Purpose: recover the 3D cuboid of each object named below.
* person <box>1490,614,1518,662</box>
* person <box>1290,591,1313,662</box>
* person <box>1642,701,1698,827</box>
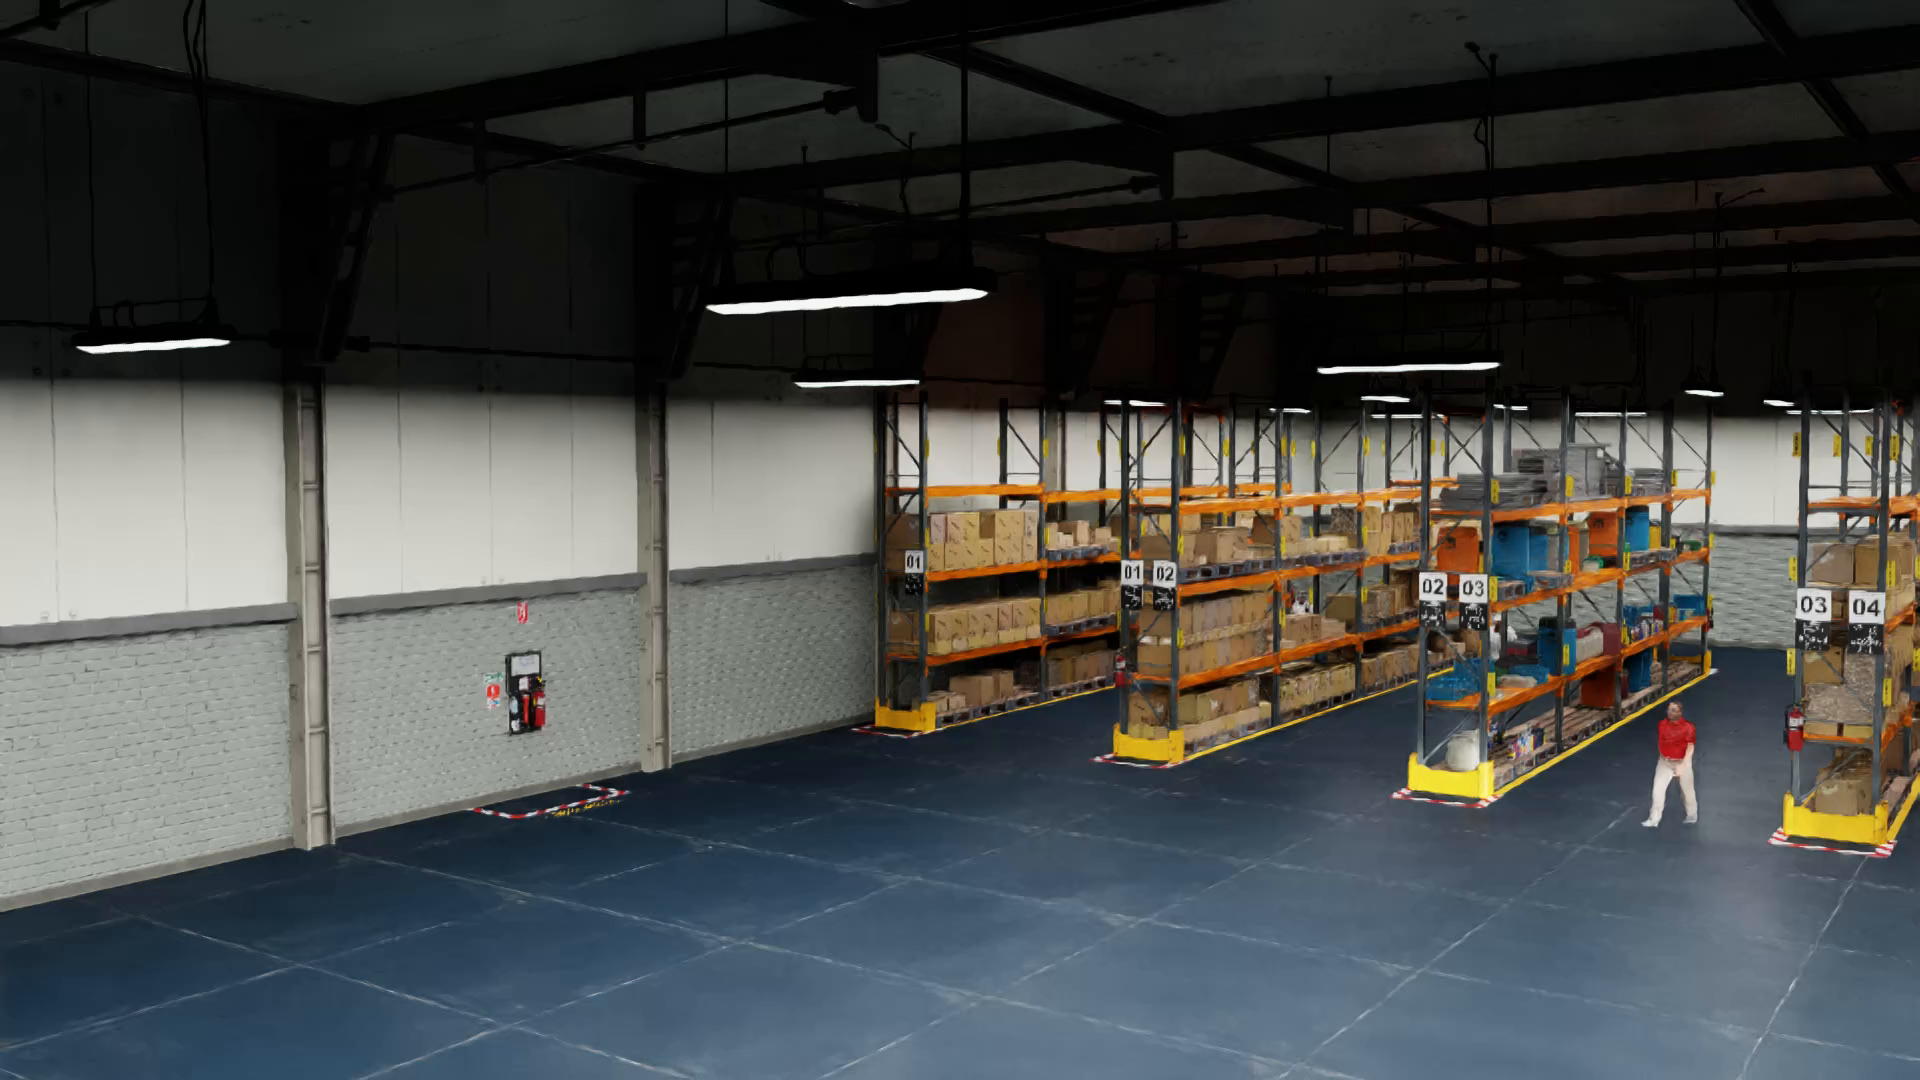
[{"bbox_3d":[10.727,2.319,33.066,0.719,1.714,0.578,2,4,32],"label":"person"},{"bbox_3d":[7.946,2.016,38.502,0.682,1.711,0.536,2,4,32],"label":"person"},{"bbox_3d":[9.413,2.940,21.894,0.532,1.659,1.040,3,4,44],"label":"person"}]
